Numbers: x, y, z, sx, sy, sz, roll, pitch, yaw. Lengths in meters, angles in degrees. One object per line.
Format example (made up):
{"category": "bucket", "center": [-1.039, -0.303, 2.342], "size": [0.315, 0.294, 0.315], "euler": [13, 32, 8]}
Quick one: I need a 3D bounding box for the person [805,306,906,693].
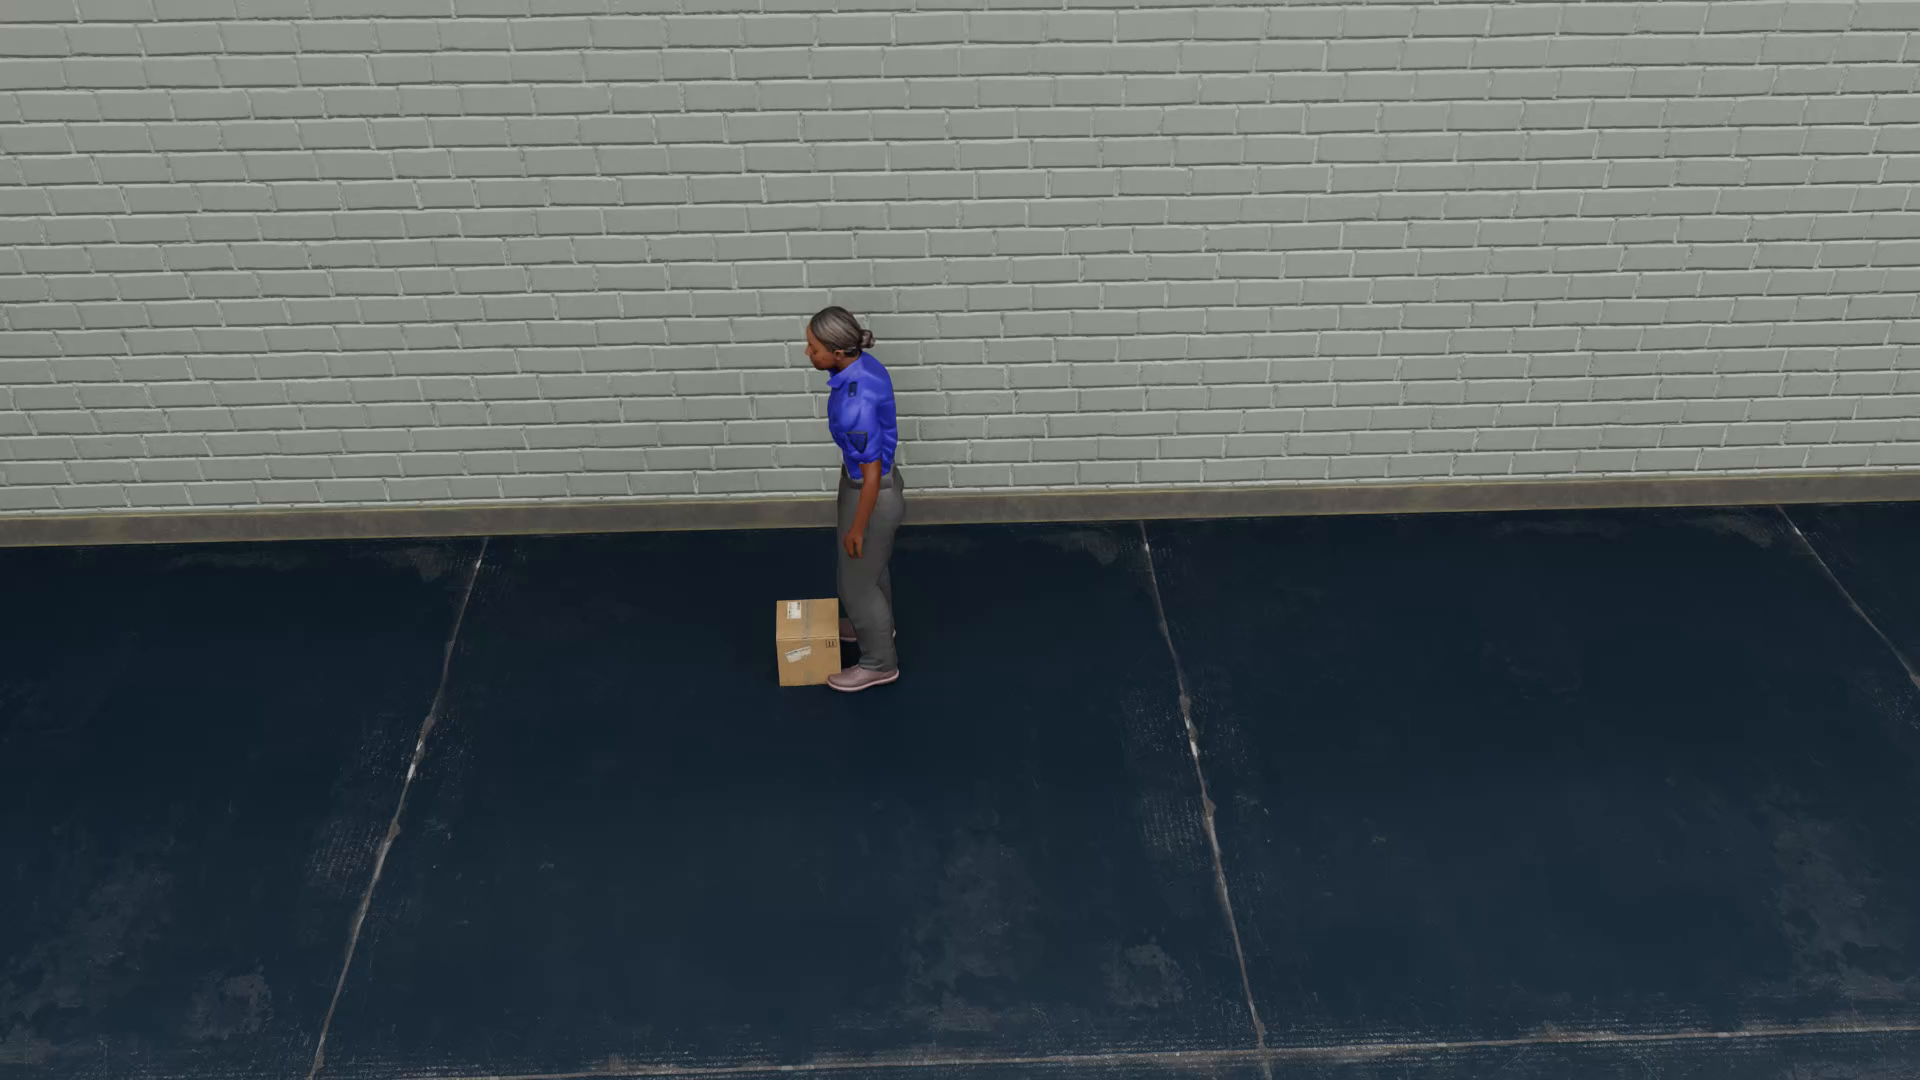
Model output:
{"category": "person", "center": [-0.385, -0.166, 6.384], "size": [0.351, 1.655, 0.521], "euler": [-2, 36, -3]}
